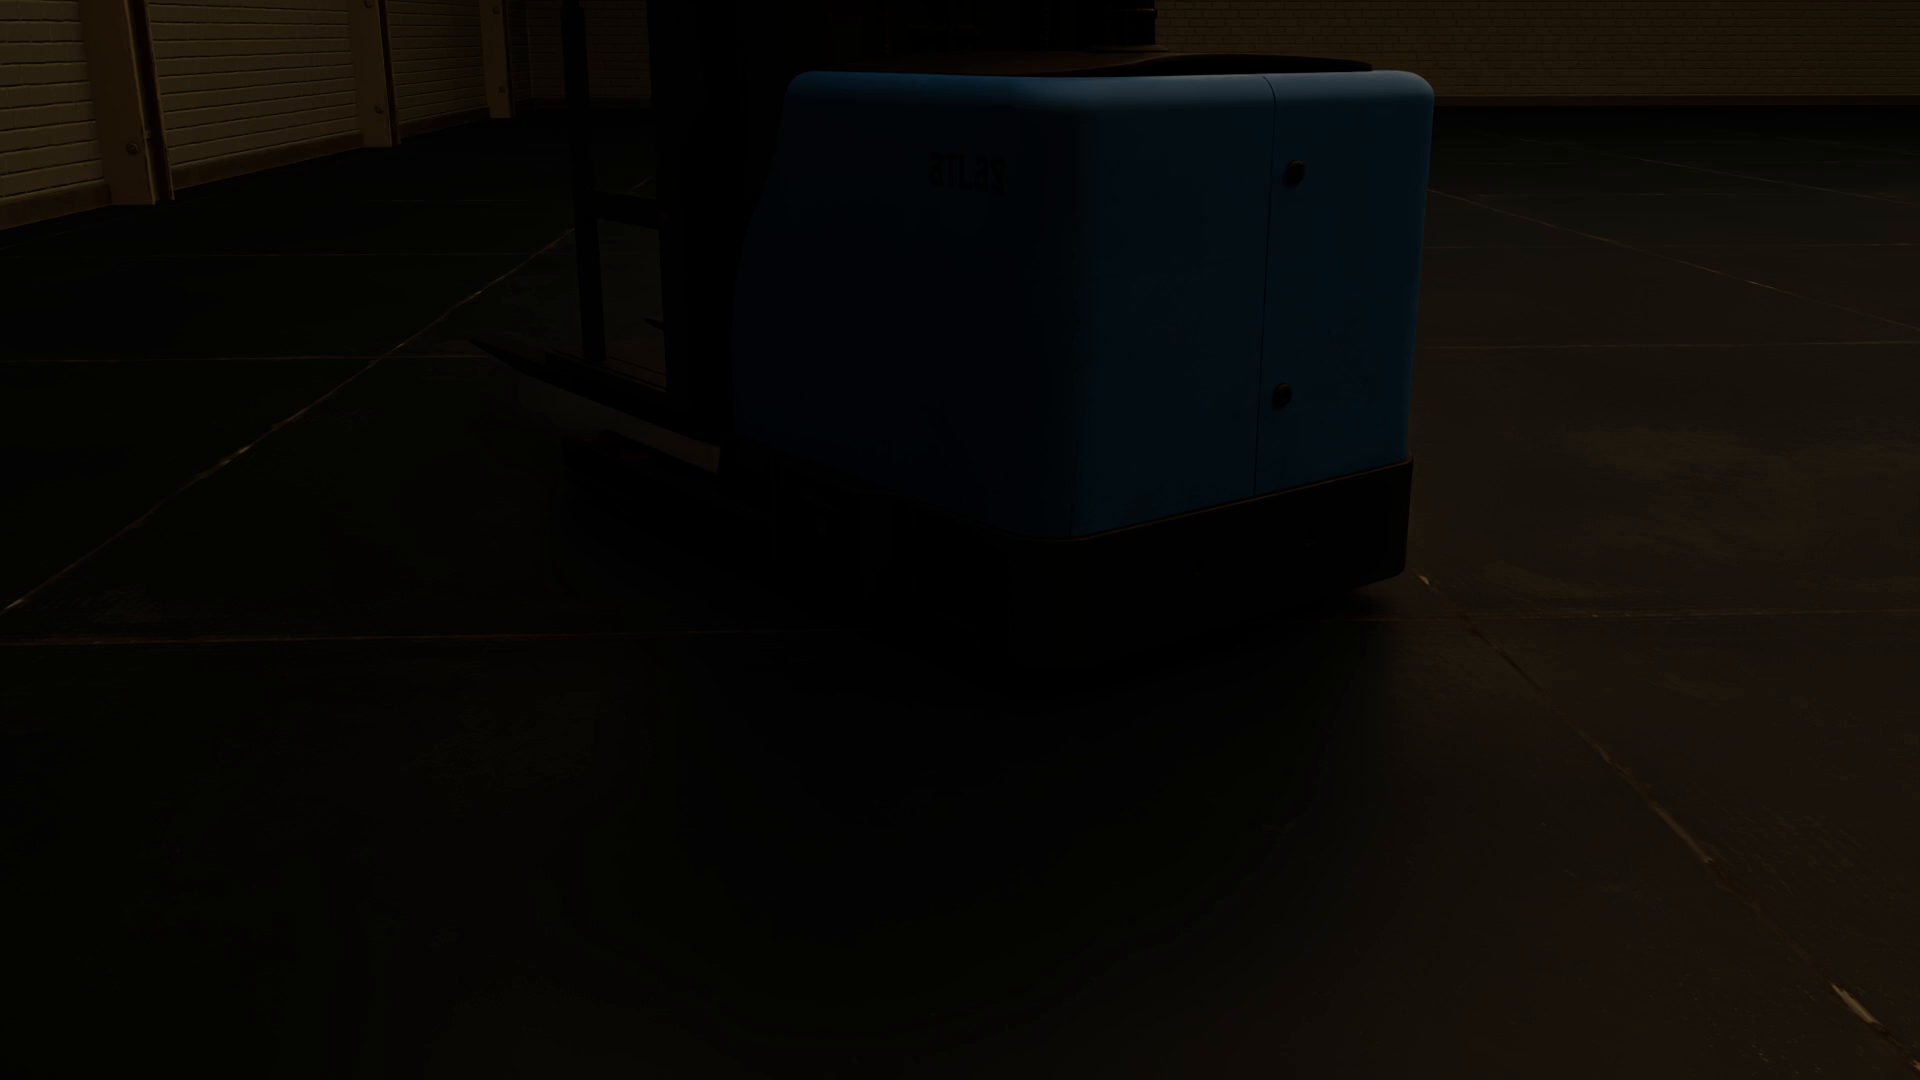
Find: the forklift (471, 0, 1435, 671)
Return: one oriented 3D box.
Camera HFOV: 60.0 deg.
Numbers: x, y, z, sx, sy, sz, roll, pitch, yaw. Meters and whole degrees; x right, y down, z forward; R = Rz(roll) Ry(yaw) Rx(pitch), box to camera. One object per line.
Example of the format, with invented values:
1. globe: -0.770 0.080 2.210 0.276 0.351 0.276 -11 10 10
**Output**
1. forklift: -0.359 -1.534 3.923 1.130 2.935 3.031 -13 21 -35
